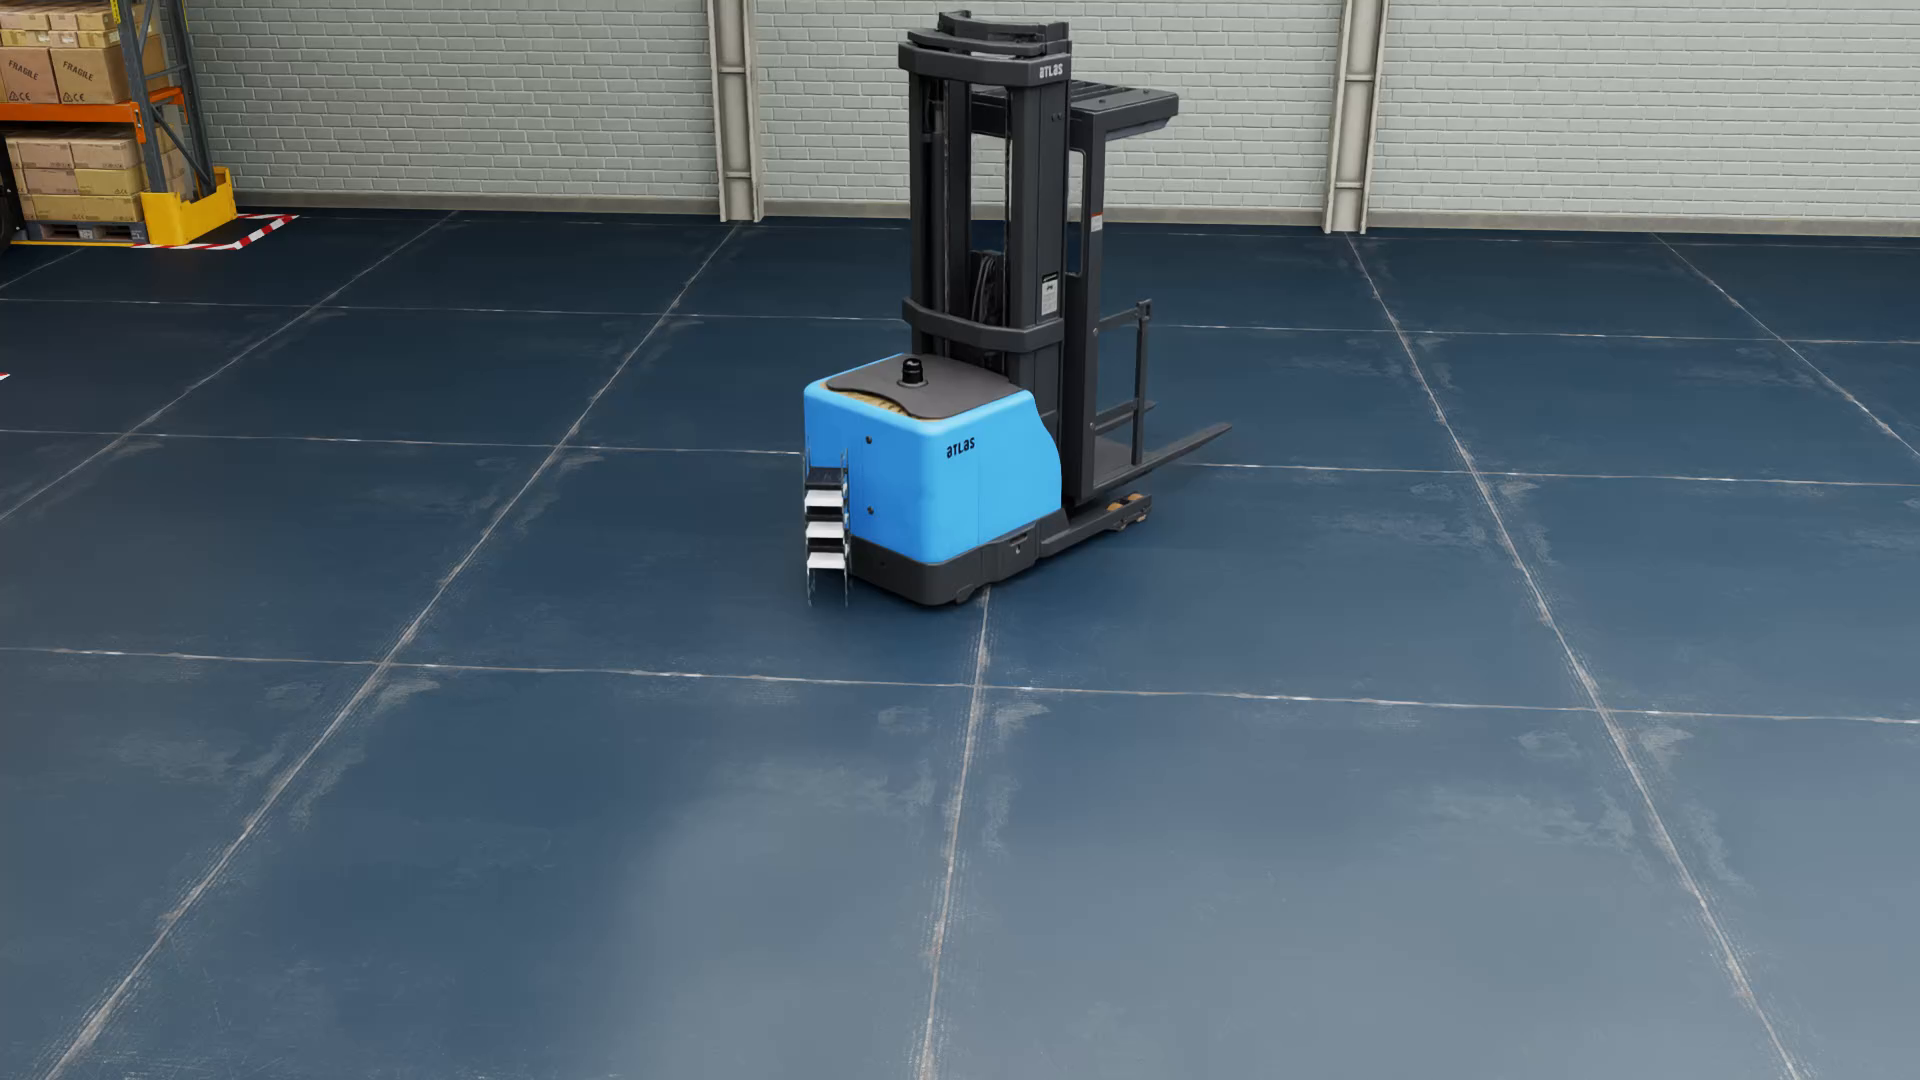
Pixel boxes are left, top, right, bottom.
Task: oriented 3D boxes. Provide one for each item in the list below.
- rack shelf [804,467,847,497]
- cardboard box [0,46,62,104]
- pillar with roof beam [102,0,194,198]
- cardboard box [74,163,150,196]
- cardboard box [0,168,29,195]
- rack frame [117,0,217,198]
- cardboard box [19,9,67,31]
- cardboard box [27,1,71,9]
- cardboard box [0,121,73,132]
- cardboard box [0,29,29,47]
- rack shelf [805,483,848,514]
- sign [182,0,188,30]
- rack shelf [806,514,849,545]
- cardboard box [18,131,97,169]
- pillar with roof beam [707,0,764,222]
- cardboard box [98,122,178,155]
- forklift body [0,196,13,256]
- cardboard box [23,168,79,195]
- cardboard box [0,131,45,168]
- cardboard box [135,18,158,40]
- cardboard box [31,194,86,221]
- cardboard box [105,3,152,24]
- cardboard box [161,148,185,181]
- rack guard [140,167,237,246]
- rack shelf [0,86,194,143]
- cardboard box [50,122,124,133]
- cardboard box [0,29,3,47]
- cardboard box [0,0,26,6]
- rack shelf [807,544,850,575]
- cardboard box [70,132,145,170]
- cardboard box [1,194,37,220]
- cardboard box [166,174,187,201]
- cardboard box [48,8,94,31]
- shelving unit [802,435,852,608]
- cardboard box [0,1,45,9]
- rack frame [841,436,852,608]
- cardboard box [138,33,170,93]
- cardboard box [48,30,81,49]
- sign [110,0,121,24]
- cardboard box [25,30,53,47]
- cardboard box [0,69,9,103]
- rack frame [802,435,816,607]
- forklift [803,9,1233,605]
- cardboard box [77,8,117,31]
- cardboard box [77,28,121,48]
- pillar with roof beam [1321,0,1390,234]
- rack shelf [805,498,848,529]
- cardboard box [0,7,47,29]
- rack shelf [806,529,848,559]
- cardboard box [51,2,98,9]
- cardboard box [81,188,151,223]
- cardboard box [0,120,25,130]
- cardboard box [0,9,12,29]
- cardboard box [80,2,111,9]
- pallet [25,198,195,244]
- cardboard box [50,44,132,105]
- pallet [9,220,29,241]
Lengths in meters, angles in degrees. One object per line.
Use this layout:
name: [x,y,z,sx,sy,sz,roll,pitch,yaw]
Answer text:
rack shelf: [-0.706,-0.309,8.779,0.200,0.077,0.258,1,25,3]
cardboard box: [-8.586,-4.387,15.576,0.500,0.500,0.500,3,25,6]
pillar with roof beam: [-8.513,-5.744,11.467,0.400,9.000,9.100,2,25,4]
cardboard box: [-8.068,-3.469,15.889,0.500,0.250,0.500,2,25,3]
cardboard box: [-9.083,-3.497,15.950,0.500,0.250,0.500,1,25,3]
rack frame: [-7.559,-4.415,15.756,0.127,3.000,1.000,2,25,4]
cardboard box: [-8.443,-4.805,15.354,0.250,0.149,0.380,2,25,5]
cardboard box: [-8.645,-5.029,15.839,0.250,0.149,0.380,2,25,4]
cardboard box: [-9.020,-3.940,16.314,0.500,0.250,0.500,2,25,4]
cardboard box: [-8.683,-4.691,15.461,0.250,0.149,0.380,2,25,4]
rack shelf: [-0.706,-0.228,8.817,0.200,0.077,0.258,1,25,3]
sign: [-7.510,-5.075,16.060,0.005,0.325,0.100,2,25,4]
rack shelf: [-0.706,-0.064,8.892,0.200,0.077,0.258,1,25,3]
cardboard box: [-8.551,-3.709,15.813,0.500,0.250,0.500,2,25,5]
pillar with roof beam: [-2.531,-5.552,11.050,0.400,9.000,9.100,2,25,4]
cardboard box: [-8.023,-3.905,16.238,0.500,0.250,0.500,1,25,3]
forklift body: [-9.589,-3.329,14.412,1.214,2.155,2.313,2,25,4]
cardboard box: [-8.567,-3.489,15.933,0.500,0.250,0.500,2,25,3]
cardboard box: [-9.055,-3.721,15.839,0.500,0.250,0.500,2,25,5]
cardboard box: [-7.877,-4.874,15.858,0.250,0.149,0.380,1,25,3]
cardboard box: [-8.546,-3.259,16.032,0.500,0.250,0.500,2,25,4]
cardboard box: [-7.877,-4.990,15.754,0.250,0.149,0.380,1,25,3]
cardboard box: [-8.011,-3.685,16.359,0.500,0.250,0.500,2,25,5]
rack guard: [-7.535,-3.278,16.276,0.348,0.500,1.175,2,25,4]
rack shelf: [-9.553,-4.152,16.045,4.000,0.370,1.077,2,25,4]
cardboard box: [-8.522,-3.919,16.270,0.500,0.250,0.500,2,25,4]
cardboard box: [-8.953,-4.680,15.437,0.250,0.149,0.380,1,25,2]
cardboard box: [-9.164,-5.076,15.942,0.250,0.149,0.380,1,25,3]
rack shelf: [-0.706,0.099,8.968,0.200,0.077,0.258,1,25,3]
cardboard box: [-8.042,-3.695,15.783,0.500,0.250,0.500,3,25,6]
cardboard box: [-9.044,-3.279,16.075,0.500,0.250,0.500,2,25,5]
cardboard box: [-8.033,-3.453,16.454,0.500,0.250,0.500,2,25,4]
cardboard box: [-8.180,-4.808,15.360,0.250,0.149,0.380,2,25,4]
shelving unit: [-0.706,-0.094,8.878,0.210,0.900,0.258,1,25,3]
cardboard box: [-8.910,-5.027,15.834,0.250,0.149,0.380,3,25,6]
rack frame: [-0.605,-0.092,8.873,0.006,0.900,0.240,1,25,3]
cardboard box: [-8.031,-4.592,16.021,0.500,0.500,0.500,3,25,6]
cardboard box: [-8.183,-4.645,15.360,0.250,0.149,0.380,2,25,5]
sign: [-7.614,-4.822,14.974,0.005,0.325,0.100,2,25,4]
cardboard box: [-8.437,-4.679,15.434,0.250,0.149,0.380,2,25,5]
cardboard box: [-9.097,-4.403,15.611,0.500,0.500,0.500,1,25,3]
rack frame: [-0.808,-0.097,8.884,0.006,0.900,0.240,1,25,3]
forklift: [0.506,-1.513,9.532,1.130,2.935,3.031,21,32,38]
cardboard box: [-7.932,-4.813,15.371,0.250,0.149,0.380,2,25,4]
cardboard box: [-7.926,-4.649,15.369,0.250,0.149,0.380,2,25,5]
pillar with roof beam: [3.451,-5.360,10.632,0.400,9.000,9.100,2,25,4]
rack shelf: [-0.706,-0.146,8.855,0.200,0.077,0.258,1,25,3]
cardboard box: [-8.686,-4.844,15.438,0.250,0.149,0.380,2,25,4]
rack shelf: [-0.706,0.018,8.930,0.200,0.077,0.258,1,25,3]
cardboard box: [-8.400,-5.015,15.808,0.250,0.149,0.380,2,25,5]
cardboard box: [-8.051,-3.240,15.989,0.500,0.250,0.500,2,25,4]
cardboard box: [-9.530,-3.959,16.356,0.500,0.250,0.500,1,25,3]
cardboard box: [-8.954,-4.807,15.356,0.250,0.149,0.380,2,25,5]
cardboard box: [-8.137,-5.024,15.829,0.250,0.149,0.380,3,25,6]
pallet: [-8.324,-3.155,16.354,1.213,0.211,1.003,2,25,4]
cardboard box: [-8.069,-4.366,15.531,0.500,0.500,0.500,1,25,3]
pallet: [-9.537,-3.195,16.441,1.213,0.211,1.003,2,25,4]
